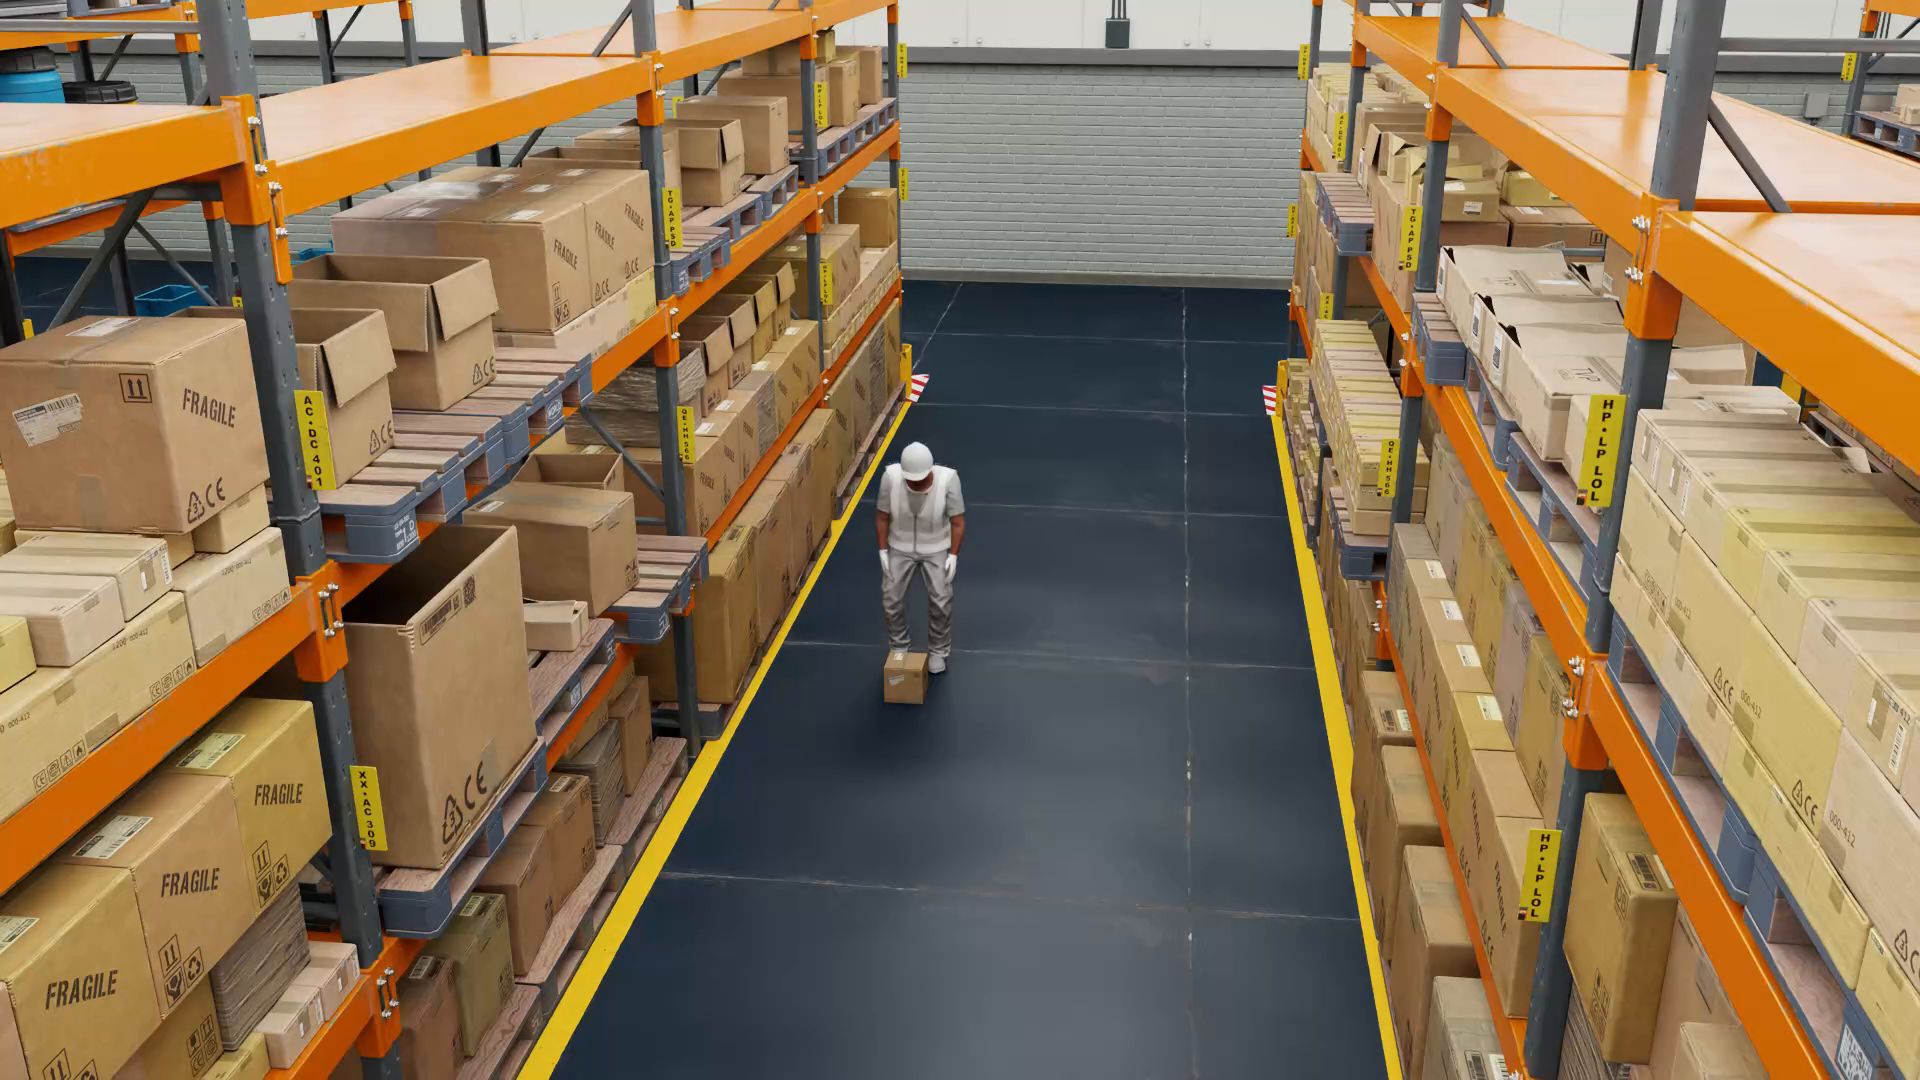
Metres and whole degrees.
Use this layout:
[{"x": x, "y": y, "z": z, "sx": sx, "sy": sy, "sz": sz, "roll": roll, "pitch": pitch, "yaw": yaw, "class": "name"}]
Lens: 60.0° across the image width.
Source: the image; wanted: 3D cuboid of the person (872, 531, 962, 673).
[{"x": -0.254, "y": 0.364, "z": 11.045, "sx": 0.588, "sy": 1.113, "sz": 0.874, "roll": 3, "pitch": 21, "yaw": 7, "class": "person"}]
